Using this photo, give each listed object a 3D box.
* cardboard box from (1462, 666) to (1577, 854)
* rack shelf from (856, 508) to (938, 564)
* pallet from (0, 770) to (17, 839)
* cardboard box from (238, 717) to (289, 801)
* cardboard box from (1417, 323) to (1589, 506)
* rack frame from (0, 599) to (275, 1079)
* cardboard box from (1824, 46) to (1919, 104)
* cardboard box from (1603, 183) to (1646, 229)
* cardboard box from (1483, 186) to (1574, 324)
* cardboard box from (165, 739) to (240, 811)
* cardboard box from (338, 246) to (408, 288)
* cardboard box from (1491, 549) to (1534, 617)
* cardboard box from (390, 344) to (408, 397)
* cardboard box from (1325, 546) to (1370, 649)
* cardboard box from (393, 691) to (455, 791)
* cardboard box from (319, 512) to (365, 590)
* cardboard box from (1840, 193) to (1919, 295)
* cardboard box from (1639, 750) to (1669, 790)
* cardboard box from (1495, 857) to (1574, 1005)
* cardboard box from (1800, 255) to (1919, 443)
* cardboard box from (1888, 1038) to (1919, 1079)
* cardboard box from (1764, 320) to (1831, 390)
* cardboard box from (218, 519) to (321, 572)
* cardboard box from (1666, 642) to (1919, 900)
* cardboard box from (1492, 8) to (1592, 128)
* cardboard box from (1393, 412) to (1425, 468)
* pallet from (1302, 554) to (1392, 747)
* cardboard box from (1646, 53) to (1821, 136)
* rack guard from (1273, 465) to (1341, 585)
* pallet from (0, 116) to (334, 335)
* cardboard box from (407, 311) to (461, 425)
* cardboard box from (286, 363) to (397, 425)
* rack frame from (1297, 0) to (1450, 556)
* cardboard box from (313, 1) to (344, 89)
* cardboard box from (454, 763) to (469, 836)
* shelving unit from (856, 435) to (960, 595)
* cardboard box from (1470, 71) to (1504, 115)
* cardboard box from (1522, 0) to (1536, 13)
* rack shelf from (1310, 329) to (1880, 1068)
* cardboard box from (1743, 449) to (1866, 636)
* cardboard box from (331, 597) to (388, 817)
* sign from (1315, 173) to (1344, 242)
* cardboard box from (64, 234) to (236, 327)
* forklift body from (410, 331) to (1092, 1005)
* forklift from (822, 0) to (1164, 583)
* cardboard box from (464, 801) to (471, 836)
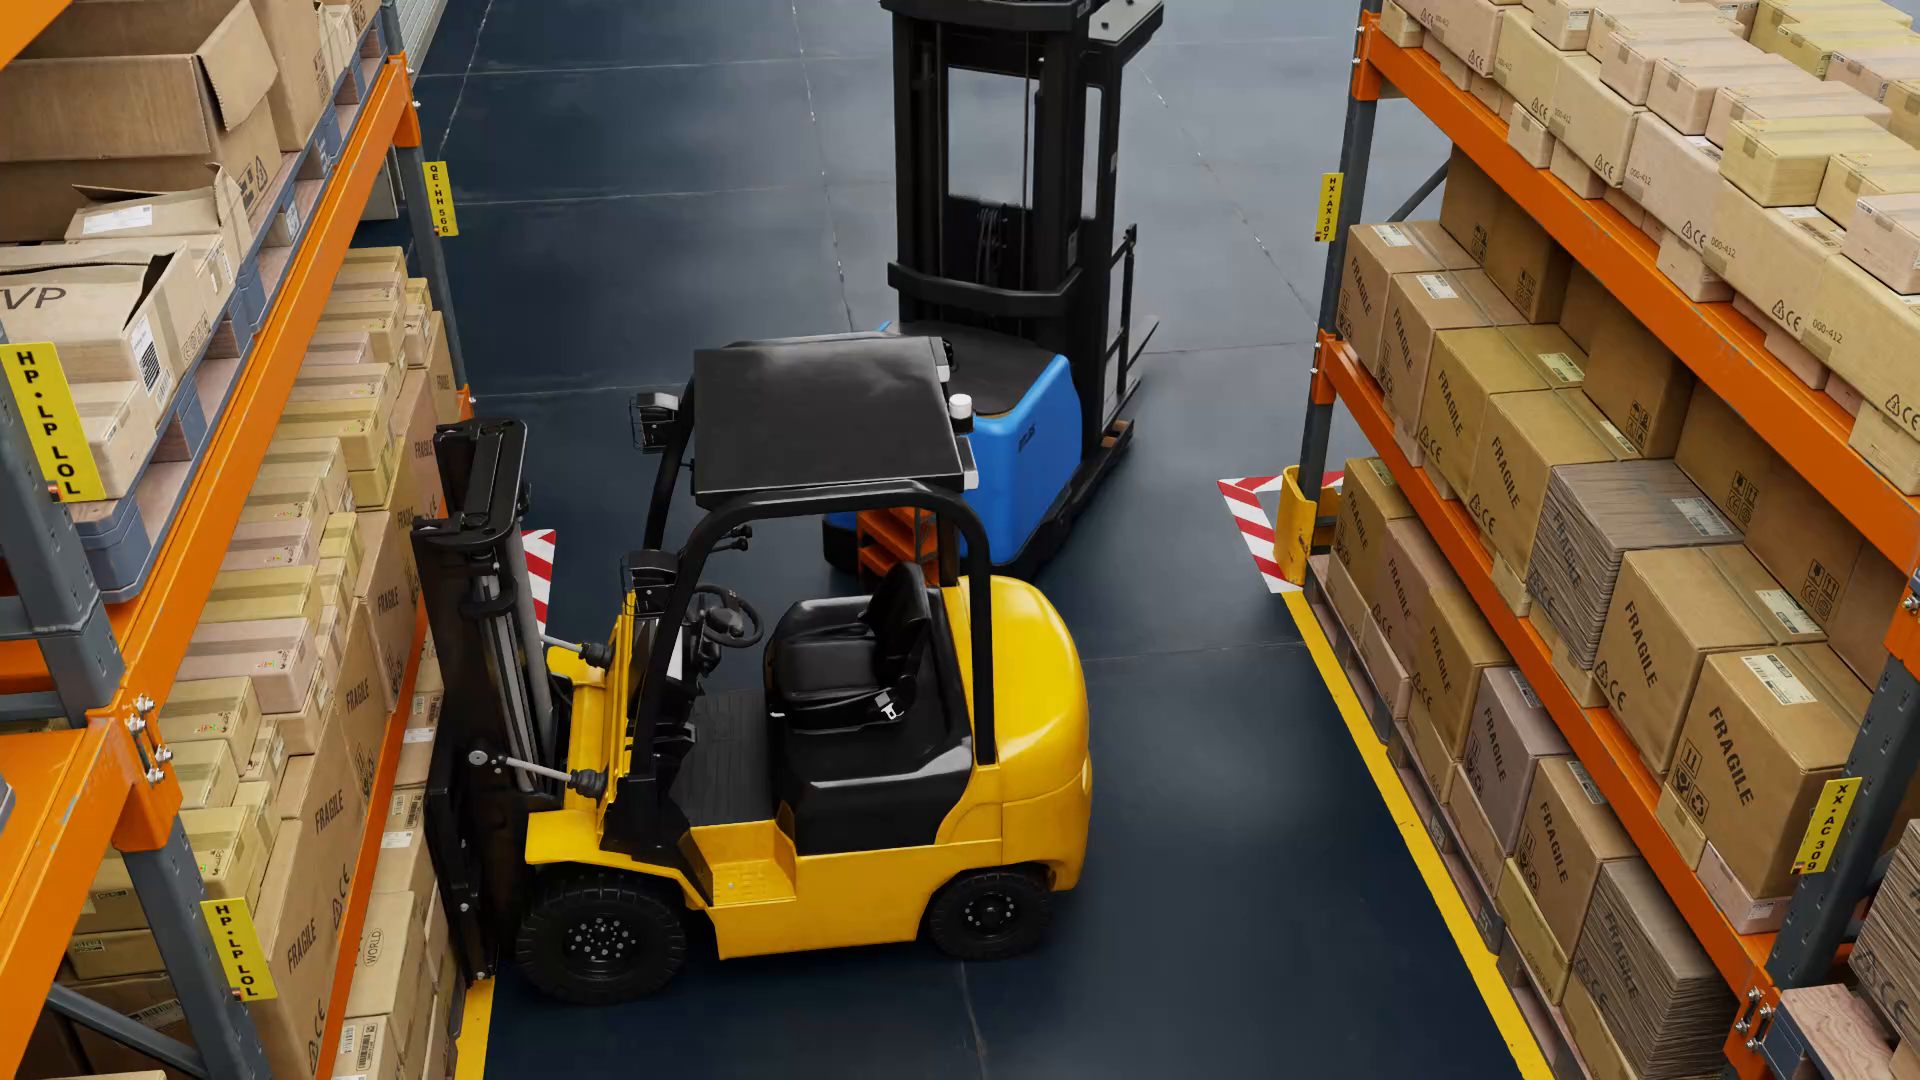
[{"bbox_3d":[2.263,0.819,6.287,0.500,0.500,0.500,-3,34,-4],"label":"cardboard box"},{"bbox_3d":[-0.248,-0.003,7.808,0.258,0.148,0.480,-23,40,-29],"label":"rack shelf"},{"bbox_3d":[-2.038,0.753,2.487,0.805,0.209,1.217,-6,35,-8],"label":"pallet"},{"bbox_3d":[-2.051,0.628,4.500,0.380,0.149,0.250,-4,35,-6],"label":"cardboard box"},{"bbox_3d":[2.142,-0.493,6.458,0.500,0.500,0.500,-5,35,-7],"label":"cardboard box"},{"bbox_3d":[-2.170,1.423,3.999,1.000,3.000,0.127,-4,35,-6],"label":"rack frame"},{"bbox_3d":[2.800,-1.344,4.910,0.380,0.149,0.250,-5,35,-7],"label":"cardboard box"},{"bbox_3d":[2.290,-1.114,5.281,0.380,0.149,0.250,-5,35,-7],"label":"cardboard box"},{"bbox_3d":[2.556,-1.213,6.626,0.700,0.500,0.500,-4,34,-6],"label":"cardboard box"},{"bbox_3d":[-2.061,0.652,4.201,0.380,0.149,0.250,-4,34,-6],"label":"cardboard box"},{"bbox_3d":[-2.451,-1.058,6.710,0.380,0.149,0.250,-4,35,-6],"label":"cardboard box"},{"bbox_3d":[2.188,0.140,6.105,0.380,0.149,0.250,-4,34,-6],"label":"cardboard box"},{"bbox_3d":[-2.345,-0.657,6.385,0.380,0.149,0.250,-4,34,-5],"label":"cardboard box"},{"bbox_3d":[2.045,0.246,7.794,0.500,0.250,0.500,-5,35,-7],"label":"cardboard box"},{"bbox_3d":[-2.124,0.822,6.061,0.500,0.250,0.500,-5,35,-7],"label":"cardboard box"},{"bbox_3d":[-2.140,0.051,5.347,0.380,0.149,0.250,-5,35,-7],"label":"cardboard box"},{"bbox_3d":[2.378,-0.720,3.995,0.380,0.149,0.250,-5,35,-8],"label":"cardboard box"},{"bbox_3d":[2.405,0.702,5.279,0.380,0.149,0.250,-4,34,-6],"label":"cardboard box"},{"bbox_3d":[2.321,1.401,6.099,0.500,0.250,0.500,-5,35,-8],"label":"cardboard box"},{"bbox_3d":[2.422,-0.483,4.000,0.500,0.250,0.500,-5,35,-7],"label":"cardboard box"},{"bbox_3d":[2.510,1.307,4.018,0.380,0.149,0.250,-4,34,-6],"label":"cardboard box"},{"bbox_3d":[2.399,-0.533,4.427,0.380,0.149,0.250,-4,34,-6],"label":"cardboard box"},{"bbox_3d":[-2.170,0.077,5.044,0.380,0.149,0.250,-5,35,-7],"label":"cardboard box"},{"bbox_3d":[2.442,0.651,4.778,0.500,0.500,0.500,-5,35,-8],"label":"cardboard box"},{"bbox_3d":[2.166,-1.619,5.668,0.500,0.250,0.500,-3,34,-5],"label":"cardboard box"},{"bbox_3d":[2.043,-0.439,6.954,0.380,0.149,0.250,-4,34,-6],"label":"cardboard box"},{"bbox_3d":[2.295,0.463,7.883,1.003,0.211,1.213,-4,35,-6],"label":"pallet"},{"bbox_3d":[2.248,-1.300,4.845,0.380,0.149,0.250,-4,34,-6],"label":"cardboard box"},{"bbox_3d":[2.221,-0.112,8.471,1.175,0.500,0.348,-4,35,-6],"label":"rack guard"},{"bbox_3d":[-2.471,-0.934,4.871,1.003,0.211,1.213,-4,35,-6],"label":"pallet"},{"bbox_3d":[-2.381,-0.596,6.872,0.500,0.500,0.500,-5,35,-7],"label":"cardboard box"},{"bbox_3d":[-2.220,-0.497,5.887,0.380,0.149,0.250,-4,34,-5],"label":"cardboard box"},{"bbox_3d":[2.210,-1.188,7.829,1.000,3.000,0.127,-4,35,-6],"label":"rack frame"},{"bbox_3d":[-2.261,-1.627,5.469,0.396,0.266,0.258,-4,35,-6],"label":"cardboard box"},{"bbox_3d":[-2.122,1.041,6.183,0.500,0.250,0.500,-4,35,-7],"label":"cardboard box"},{"bbox_3d":[-0.248,-0.058,7.770,0.258,1.200,0.503,-23,40,-29],"label":"shelving unit"},{"bbox_3d":[2.117,-1.687,6.121,0.380,0.149,0.250,-5,35,-7],"label":"cardboard box"},{"bbox_3d":[2.166,-1.879,5.695,0.380,0.149,0.250,-5,35,-7],"label":"cardboard box"},{"bbox_3d":[2.479,0.226,6.394,1.077,0.370,4.000,-4,35,-6],"label":"rack shelf"},{"bbox_3d":[2.857,-0.081,4.965,0.700,0.500,0.500,-4,34,-6],"label":"cardboard box"},{"bbox_3d":[-2.126,0.542,5.202,0.500,0.500,0.500,-5,35,-7],"label":"cardboard box"},{"bbox_3d":[1.673,-1.504,7.525,0.100,0.325,0.005,-4,35,-6],"label":"sign"},{"bbox_3d":[-2.032,-0.630,4.109,0.380,0.149,0.250,-3,34,-5],"label":"cardboard box"},{"bbox_3d":[-0.645,0.461,6.163,2.313,2.155,1.214,-4,35,-6],"label":"forklift body"},{"bbox_3d":[0.346,-1.714,8.662,1.130,2.935,3.031,13,37,19],"label":"forklift"},{"bbox_3d":[-2.123,1.238,6.339,0.500,0.250,0.500,-3,34,-5],"label":"cardboard box"}]
